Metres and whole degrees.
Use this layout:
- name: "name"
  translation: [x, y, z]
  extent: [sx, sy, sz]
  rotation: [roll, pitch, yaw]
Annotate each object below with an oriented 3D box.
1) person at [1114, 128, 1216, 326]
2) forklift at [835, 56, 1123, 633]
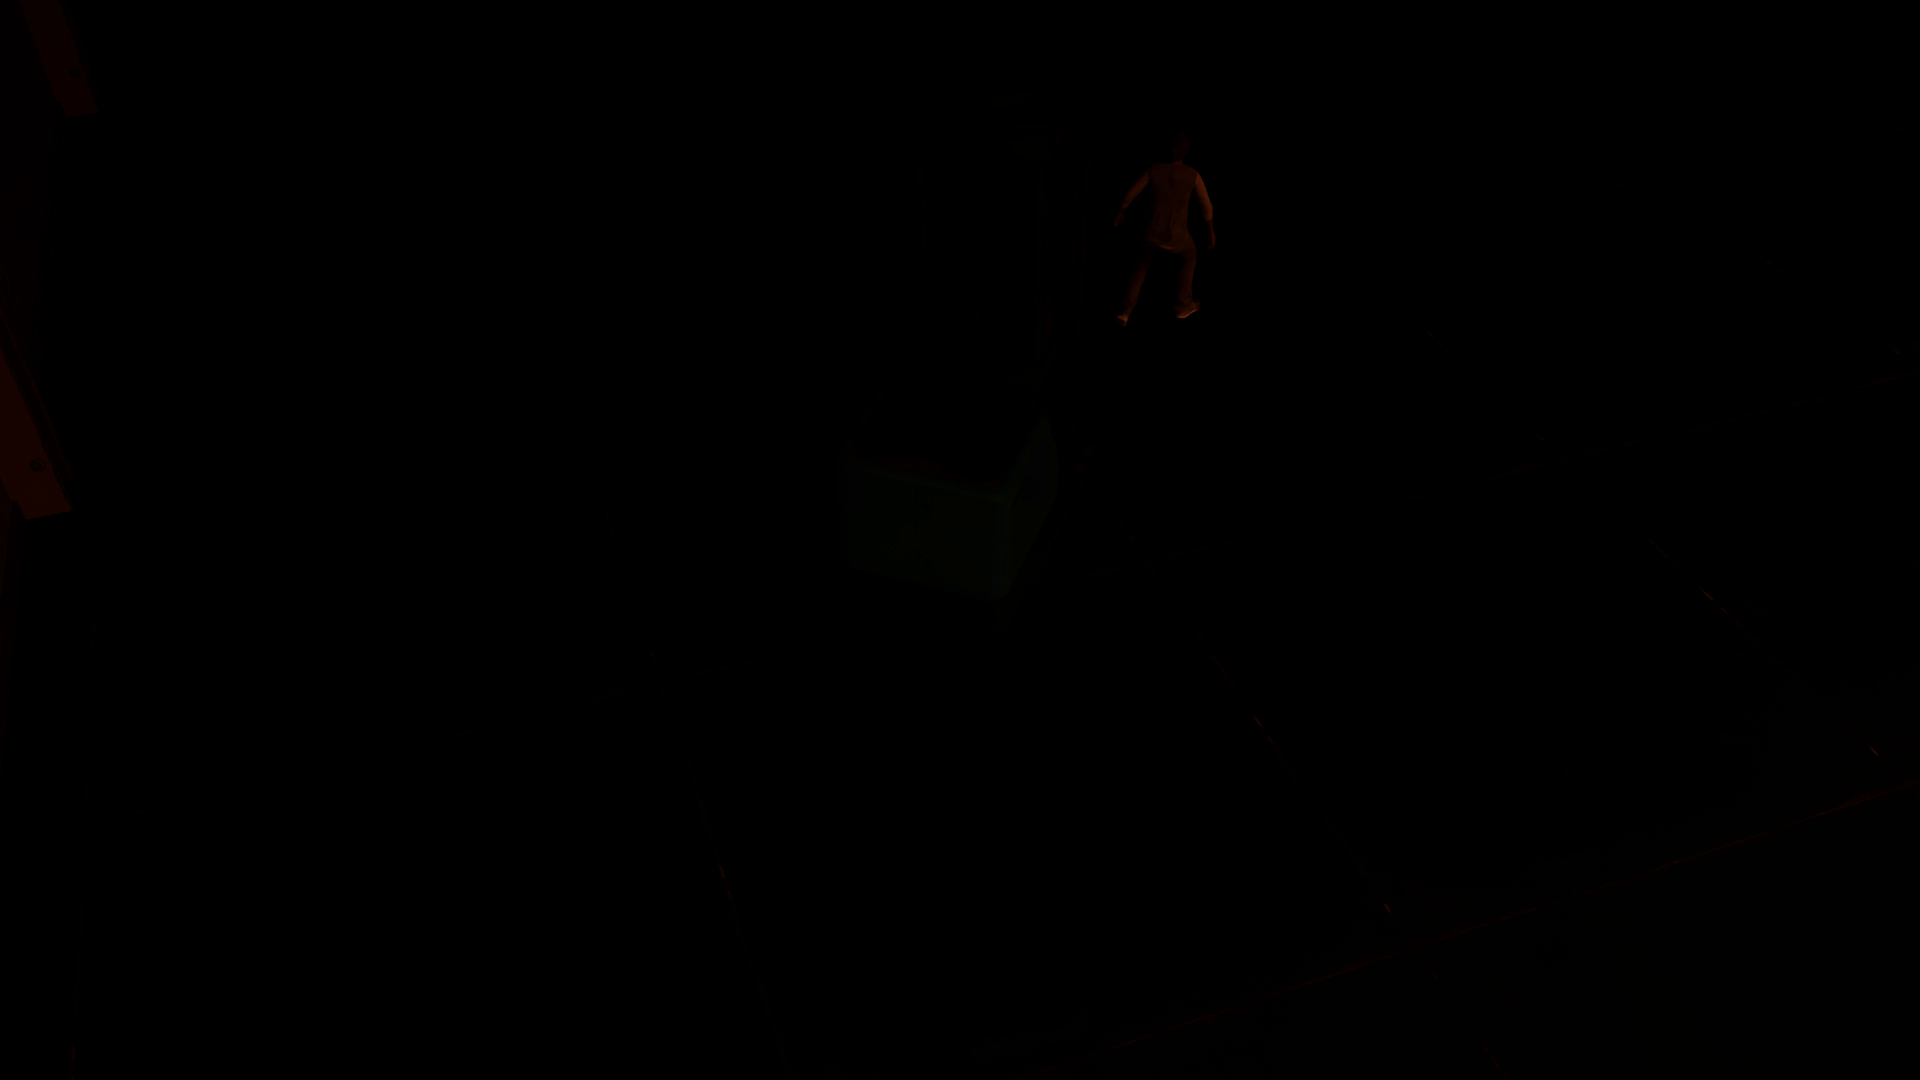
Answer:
- name: "person"
  translation: [1.439, -2.186, 11.727]
  extent: [0.727, 1.537, 0.588]
  rotation: [12, 41, 14]
- name: "forklift"
  translation: [0.266, -1.543, 9.833]
  extent: [1.130, 2.935, 3.031]
  rotation: [13, 42, 15]
